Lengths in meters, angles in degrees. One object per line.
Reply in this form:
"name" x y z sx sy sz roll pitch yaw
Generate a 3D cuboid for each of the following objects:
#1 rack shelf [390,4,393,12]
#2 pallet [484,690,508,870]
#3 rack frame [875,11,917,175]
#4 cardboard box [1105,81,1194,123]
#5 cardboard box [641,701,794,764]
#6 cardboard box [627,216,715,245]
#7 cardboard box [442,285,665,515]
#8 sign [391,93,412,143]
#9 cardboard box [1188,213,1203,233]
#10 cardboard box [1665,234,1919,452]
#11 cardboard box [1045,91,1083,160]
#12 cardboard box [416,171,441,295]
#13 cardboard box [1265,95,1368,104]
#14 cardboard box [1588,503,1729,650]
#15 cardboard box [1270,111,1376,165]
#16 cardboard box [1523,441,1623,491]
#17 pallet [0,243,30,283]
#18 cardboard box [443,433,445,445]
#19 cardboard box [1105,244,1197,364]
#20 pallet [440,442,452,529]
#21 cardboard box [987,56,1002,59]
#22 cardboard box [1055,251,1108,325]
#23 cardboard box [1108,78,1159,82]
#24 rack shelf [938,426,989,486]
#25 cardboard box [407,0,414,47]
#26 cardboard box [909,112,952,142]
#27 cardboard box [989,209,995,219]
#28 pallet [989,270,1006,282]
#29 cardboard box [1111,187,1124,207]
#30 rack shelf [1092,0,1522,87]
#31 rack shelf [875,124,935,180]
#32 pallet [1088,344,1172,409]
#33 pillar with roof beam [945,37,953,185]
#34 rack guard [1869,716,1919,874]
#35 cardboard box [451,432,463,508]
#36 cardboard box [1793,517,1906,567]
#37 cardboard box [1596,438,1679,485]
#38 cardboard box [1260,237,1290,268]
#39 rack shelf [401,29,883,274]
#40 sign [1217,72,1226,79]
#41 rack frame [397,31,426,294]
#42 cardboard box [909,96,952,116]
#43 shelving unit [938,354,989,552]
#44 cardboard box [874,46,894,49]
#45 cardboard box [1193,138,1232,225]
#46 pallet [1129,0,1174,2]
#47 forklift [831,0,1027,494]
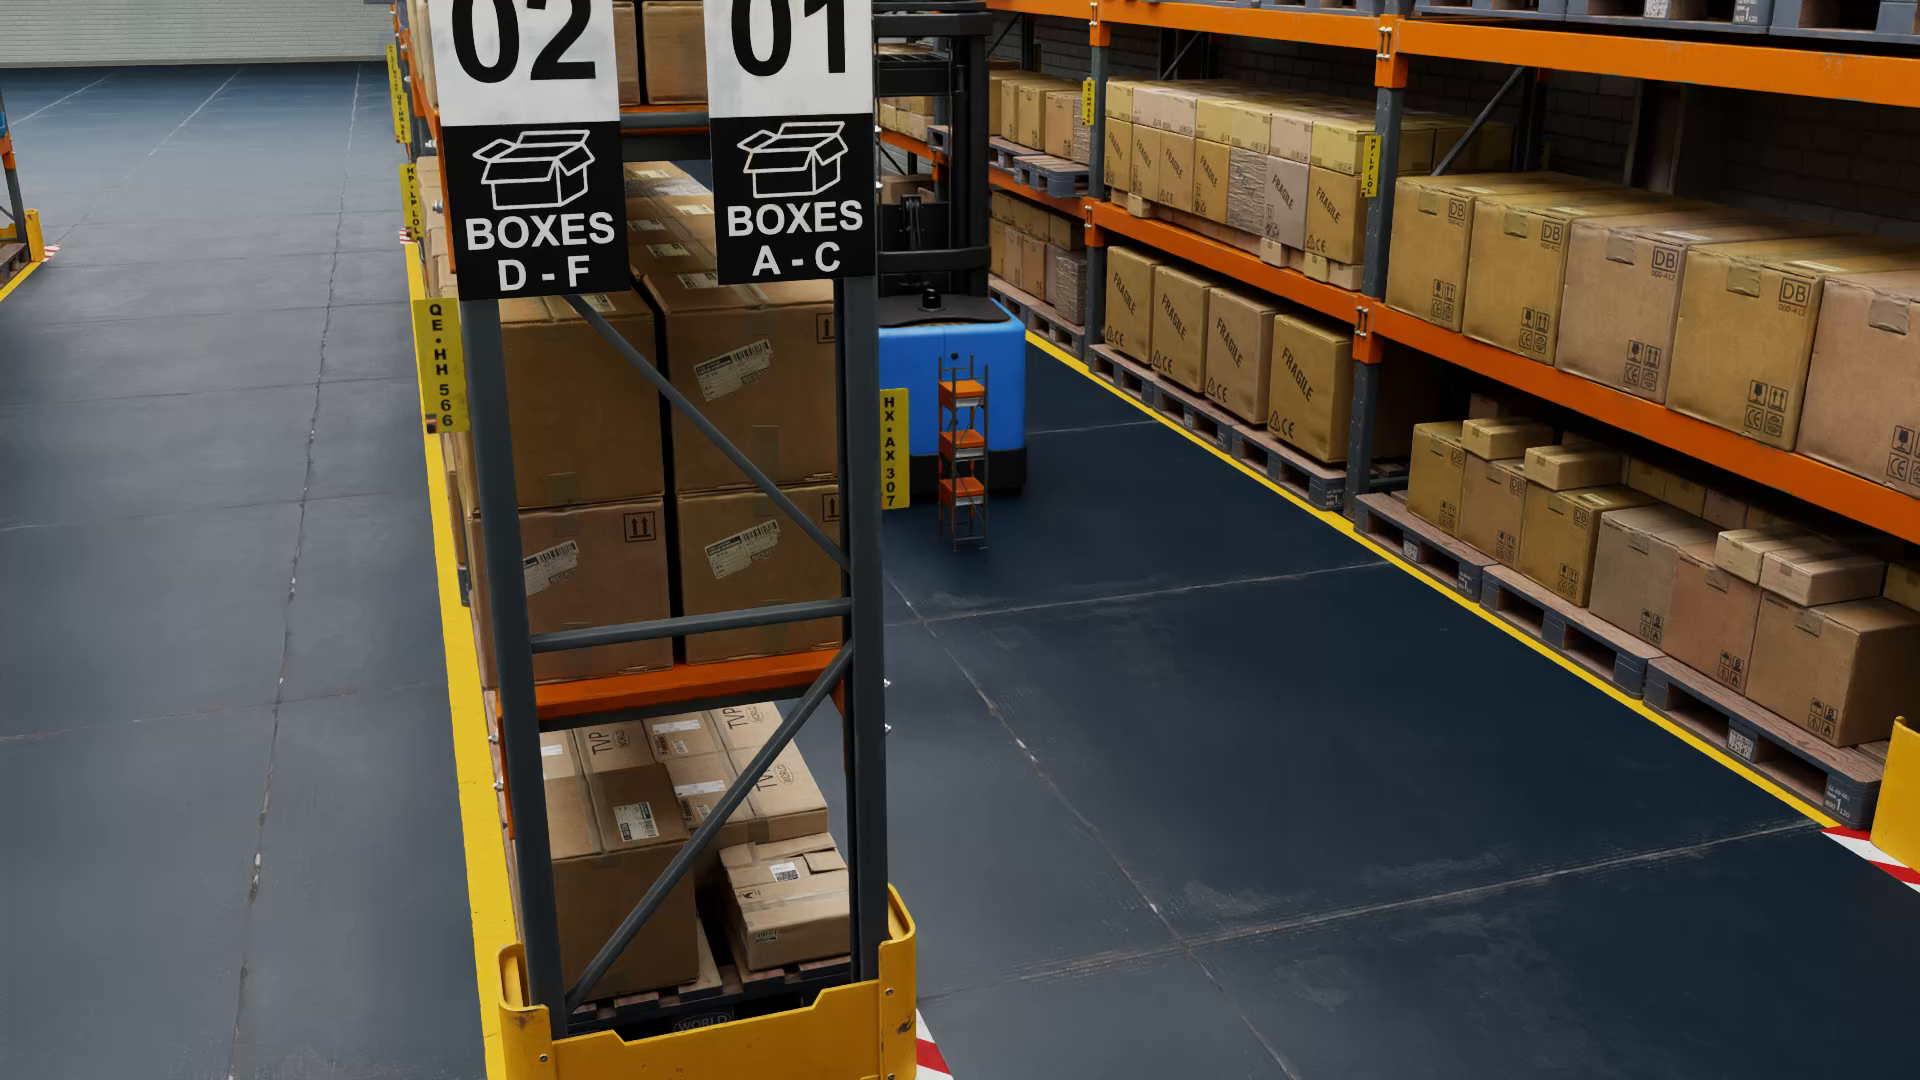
"rack shelf" -5.097 -5.337 16.465 1.077 0.370 4.000 -6 21 -17
"pallet" -1.352 0.870 6.682 1.003 0.211 1.213 -6 21 -17
"rack frame" -1.024 -5.433 20.106 1.000 3.000 0.127 -6 21 -17
"cardboard box" 1.397 -3.233 12.254 0.500 0.250 0.500 -6 21 -16
"cardboard box" -0.913 0.790 6.196 0.500 0.250 0.500 -6 21 -17
"cardboard box" -0.910 -0.787 5.544 0.500 0.500 0.500 -6 21 -16
"cardboard box" -1.098 -0.403 4.473 0.500 0.500 0.500 -7 21 -18
"sign" -3.737 -2.824 11.127 0.100 0.325 0.005 -6 21 -17
"cardboard box" 1.805 -2.217 11.494 0.380 0.149 0.250 -6 21 -16
"cardboard box" 3.595 -0.835 6.860 0.980 0.700 0.700 -7 21 -18
"cardboard box" 1.131 -3.446 13.776 0.700 0.500 0.500 -8 21 -22
"cardboard box" -1.911 -1.226 6.765 0.500 0.500 0.500 -7 21 -19
"cardboard box" 2.357 -2.803 11.055 0.500 0.250 0.500 -7 21 -18
"cardboard box" 3.374 0.144 7.655 0.700 0.500 0.500 -7 21 -19
"cardboard box" 2.206 -2.420 9.989 0.500 0.250 0.500 -6 21 -16
"cardboard box" 2.984 -0.361 8.102 0.380 0.149 0.250 -7 21 -19
"pallet" -10.111 -2.788 16.866 1.003 0.211 1.213 -6 21 -17
"cardboard box" -2.686 -0.534 9.513 0.500 0.500 0.500 -6 21 -17
"cardboard box" 1.597 -1.802 12.555 0.750 0.750 0.750 -7 21 -18
"pallet" -2.633 -0.392 10.195 1.003 0.211 1.213 -6 21 -17
"cardboard box" 0.124 -4.781 17.373 0.500 0.500 0.500 -7 21 -18
"cardboard box" 1.214 -2.122 13.935 0.700 0.500 0.500 -6 21 -16
"cardboard box" 1.353 -3.533 13.057 0.380 0.149 0.250 -9 22 -24
"rack shelf" 0.017 -0.467 9.195 0.215 0.259 0.240 -6 21 -17
"cardboard box" -1.883 -2.053 6.479 0.500 0.250 0.500 -6 21 -17
"cardboard box" -0.204 -4.208 16.888 0.500 0.250 0.500 -6 21 -17
"cardboard box" 0.480 -2.946 16.228 0.700 0.500 0.500 -6 21 -15
"pallet" 0.479 -2.588 16.309 1.003 0.211 1.213 -6 21 -17
"cardboard box" 1.374 -2.627 12.635 0.380 0.149 0.250 -7 21 -18
"rack shelf" 2.119 -3.297 10.786 1.077 0.370 4.000 -6 21 -17
"rack shelf" -0.396 -4.453 18.441 1.077 0.370 4.000 -6 21 -17
"pallet" 1.666 -1.293 12.703 1.003 0.211 1.213 -6 21 -17
"pillar with roof beam" -4.070 -7.667 17.449 9.100 9.000 0.400 -6 21 -17
"rack guard" 4.012 0.885 6.212 1.175 0.500 0.348 -6 21 -17
"cardboard box" -1.572 -0.422 6.005 0.500 0.500 0.500 -7 21 -18
"cardboard box" 3.759 0.017 7.049 0.380 0.149 0.250 -6 21 -17
"cardboard box" 3.357 -0.391 8.185 0.380 0.149 0.250 -6 21 -17
"cardboard box" 2.093 -1.797 10.324 0.380 0.149 0.250 -6 21 -17
"rack shelf" -1.326 -1.486 5.744 1.077 0.370 4.000 -6 21 -17
"sign" 2.016 -3.471 12.930 0.100 0.325 0.005 -6 21 -17
"rack frame" -4.469 -3.622 15.064 1.000 3.000 0.127 -6 21 -17
"cardboard box" -0.209 -4.560 16.759 0.500 0.500 0.500 -6 21 -17
"shelving unit" 0.017 -0.477 9.191 0.215 1.050 0.252 -6 21 -17
"cardboard box" -1.014 -5.380 19.042 0.500 0.500 0.500 -6 21 -17
"cardboard box" 1.882 -2.385 11.001 0.500 0.500 0.500 -6 21 -16
"pallet" 1.743 -3.988 11.924 1.213 0.211 1.003 -5 20 -15
"forklift" -0.407 -2.099 10.926 1.130 2.935 3.031 -4 20 -12
